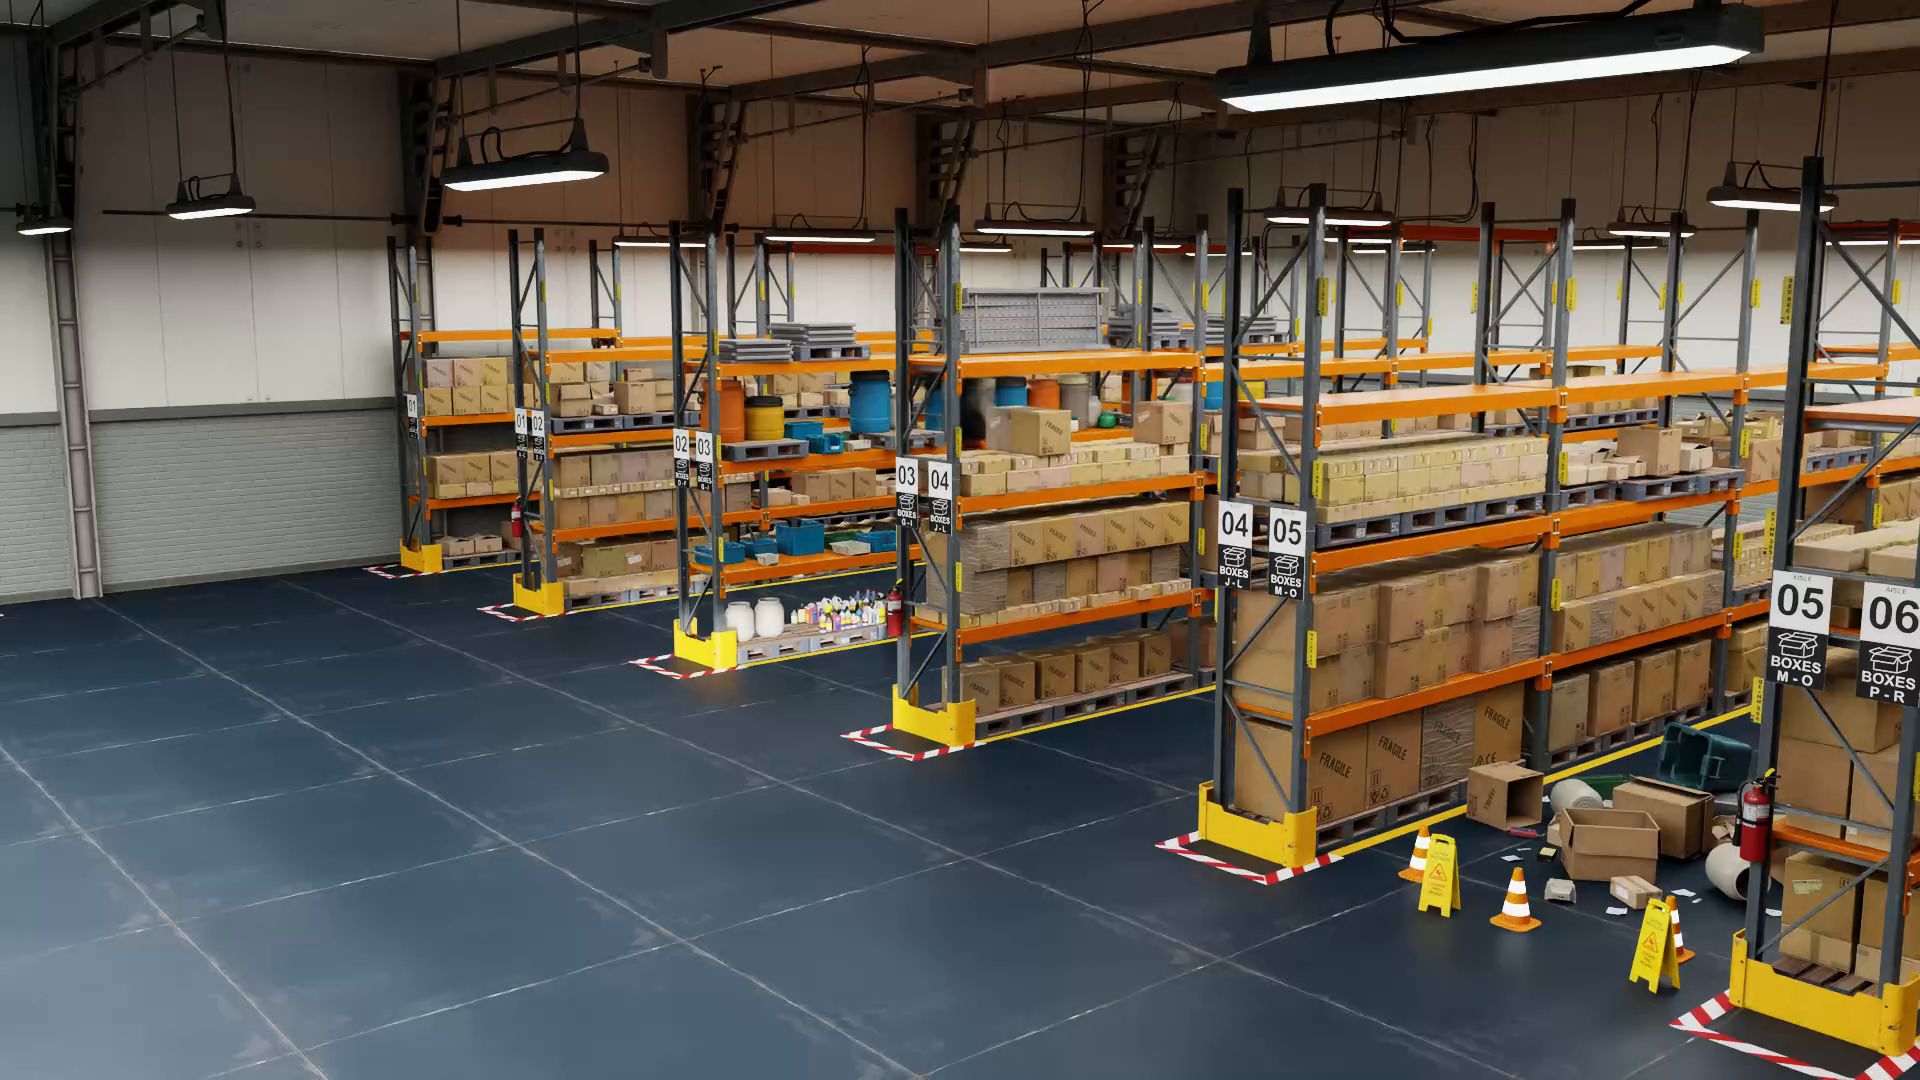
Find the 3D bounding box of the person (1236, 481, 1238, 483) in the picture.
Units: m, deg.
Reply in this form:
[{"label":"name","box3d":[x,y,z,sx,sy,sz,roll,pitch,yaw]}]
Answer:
[{"label":"person","box3d":[5.999,-0.981,34.715,0.653,1.661,0.576,8,12,43]}]

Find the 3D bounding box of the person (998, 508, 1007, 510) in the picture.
[{"label":"person","box3d":[0.842,-0.345,28.460,0.915,1.782,0.700,-7,11,-37]}]
